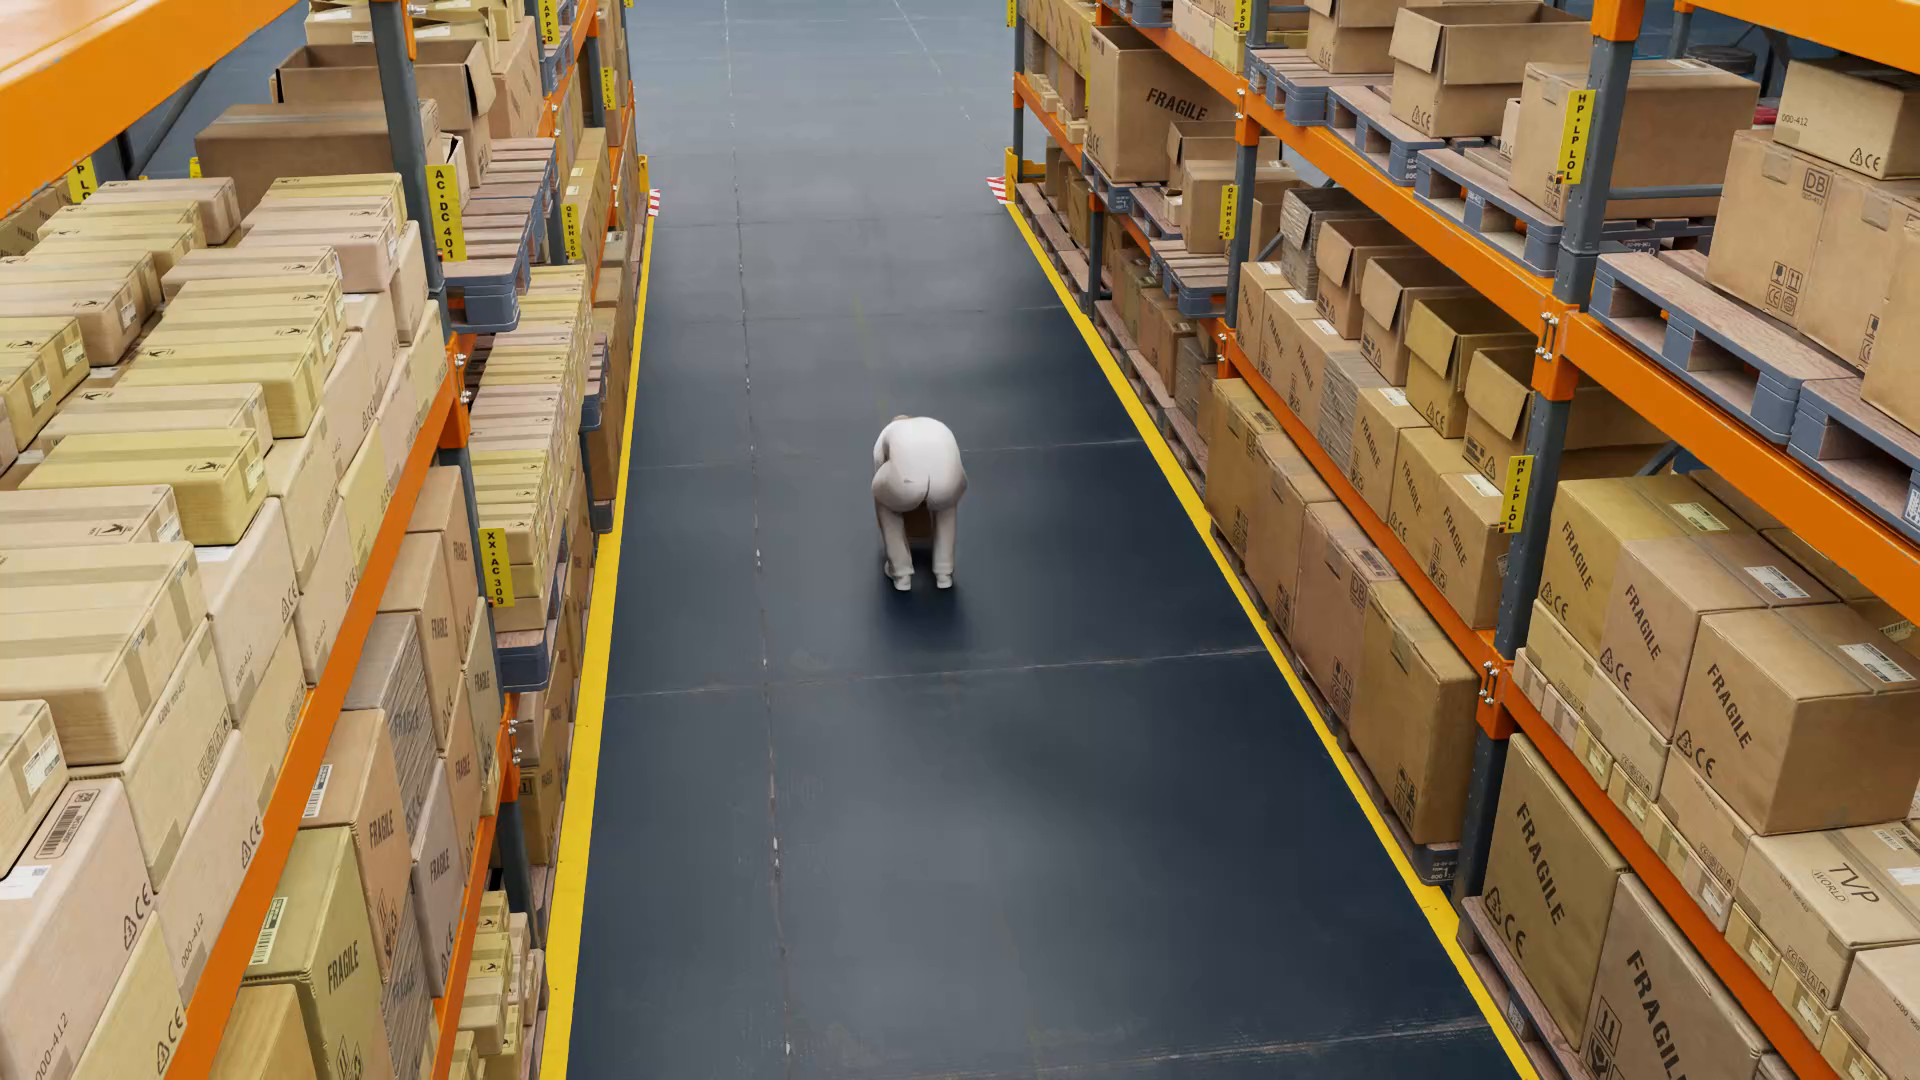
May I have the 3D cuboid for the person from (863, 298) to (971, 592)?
[{"bbox_3d":[-0.253,-0.546,9.716,0.638,1.772,0.428,-5,27,-9],"label":"person"}]
